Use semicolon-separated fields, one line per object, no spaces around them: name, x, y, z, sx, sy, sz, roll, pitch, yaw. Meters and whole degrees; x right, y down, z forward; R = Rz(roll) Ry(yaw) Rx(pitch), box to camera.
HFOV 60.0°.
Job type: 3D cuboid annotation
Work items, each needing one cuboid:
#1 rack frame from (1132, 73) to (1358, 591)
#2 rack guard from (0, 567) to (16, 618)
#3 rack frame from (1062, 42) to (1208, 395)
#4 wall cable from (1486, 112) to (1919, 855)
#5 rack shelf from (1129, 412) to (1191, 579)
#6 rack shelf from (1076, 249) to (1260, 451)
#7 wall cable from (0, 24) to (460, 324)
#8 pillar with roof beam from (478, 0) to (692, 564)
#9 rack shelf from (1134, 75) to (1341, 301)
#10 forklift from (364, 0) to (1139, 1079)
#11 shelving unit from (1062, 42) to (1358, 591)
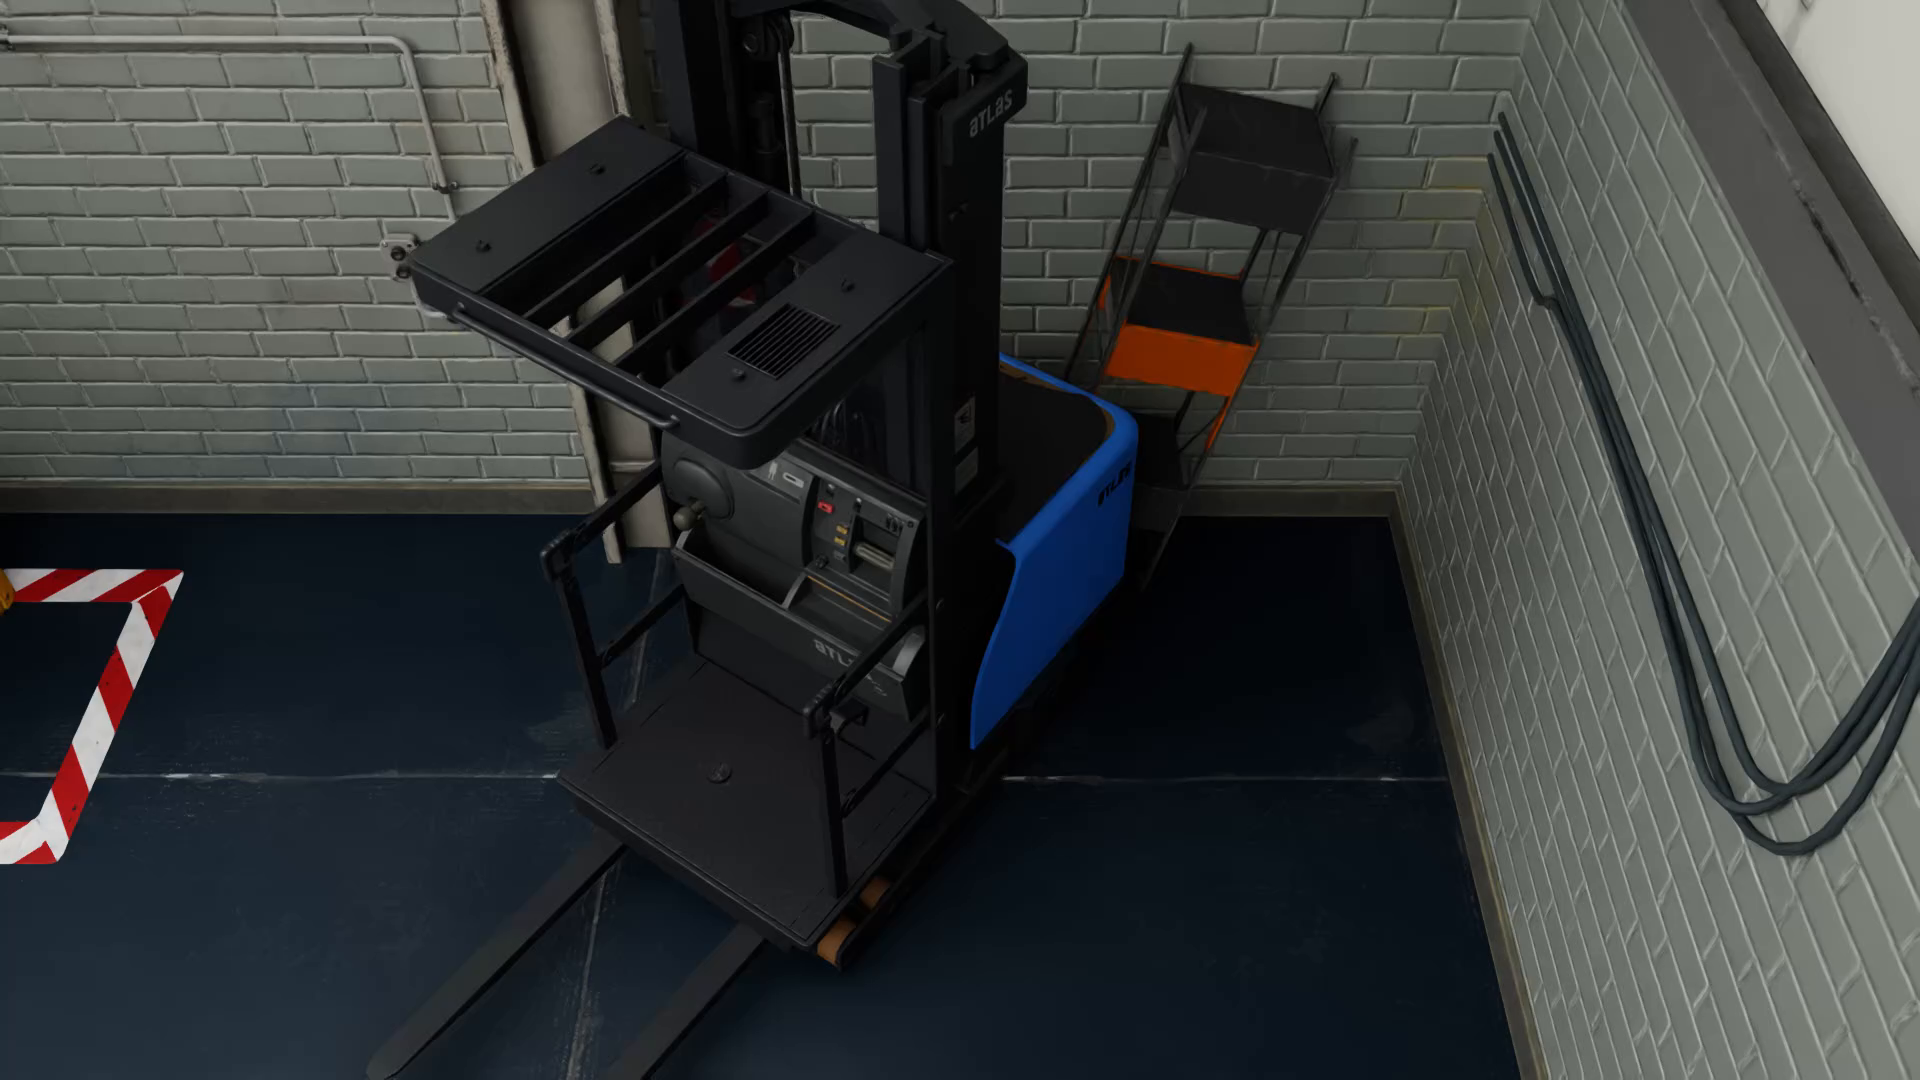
rack frame;0.960;-0.651;5.954;0.015;2.100;0.400;9;45;-11
rack guard;-3.891;0.437;6.002;0.348;0.500;1.175;0;47;0
rack frame;0.486;-0.724;5.864;0.015;2.100;0.400;9;45;-11
wall cable;1.739;-1.124;3.770;0.112;2.526;3.097;0;47;0
rack shelf;0.555;-0.206;6.408;0.480;0.518;0.431;9;45;-11
rack shelf;0.720;-0.678;5.919;0.480;0.518;0.431;9;45;-11
wall cable;-2.632;-1.450;5.356;1.851;1.984;0.084;0;47;0
pillar with roof beam;-1.228;0.067;0.540;0.400;9.000;9.100;0;47;0
rack shelf;0.884;-1.151;5.429;0.480;0.518;0.431;9;45;-11
forklift;-0.633;-0.016;4.763;1.130;2.935;3.031;27;53;23
shelving unit;0.723;-0.688;5.909;0.503;2.100;0.431;9;45;-11
